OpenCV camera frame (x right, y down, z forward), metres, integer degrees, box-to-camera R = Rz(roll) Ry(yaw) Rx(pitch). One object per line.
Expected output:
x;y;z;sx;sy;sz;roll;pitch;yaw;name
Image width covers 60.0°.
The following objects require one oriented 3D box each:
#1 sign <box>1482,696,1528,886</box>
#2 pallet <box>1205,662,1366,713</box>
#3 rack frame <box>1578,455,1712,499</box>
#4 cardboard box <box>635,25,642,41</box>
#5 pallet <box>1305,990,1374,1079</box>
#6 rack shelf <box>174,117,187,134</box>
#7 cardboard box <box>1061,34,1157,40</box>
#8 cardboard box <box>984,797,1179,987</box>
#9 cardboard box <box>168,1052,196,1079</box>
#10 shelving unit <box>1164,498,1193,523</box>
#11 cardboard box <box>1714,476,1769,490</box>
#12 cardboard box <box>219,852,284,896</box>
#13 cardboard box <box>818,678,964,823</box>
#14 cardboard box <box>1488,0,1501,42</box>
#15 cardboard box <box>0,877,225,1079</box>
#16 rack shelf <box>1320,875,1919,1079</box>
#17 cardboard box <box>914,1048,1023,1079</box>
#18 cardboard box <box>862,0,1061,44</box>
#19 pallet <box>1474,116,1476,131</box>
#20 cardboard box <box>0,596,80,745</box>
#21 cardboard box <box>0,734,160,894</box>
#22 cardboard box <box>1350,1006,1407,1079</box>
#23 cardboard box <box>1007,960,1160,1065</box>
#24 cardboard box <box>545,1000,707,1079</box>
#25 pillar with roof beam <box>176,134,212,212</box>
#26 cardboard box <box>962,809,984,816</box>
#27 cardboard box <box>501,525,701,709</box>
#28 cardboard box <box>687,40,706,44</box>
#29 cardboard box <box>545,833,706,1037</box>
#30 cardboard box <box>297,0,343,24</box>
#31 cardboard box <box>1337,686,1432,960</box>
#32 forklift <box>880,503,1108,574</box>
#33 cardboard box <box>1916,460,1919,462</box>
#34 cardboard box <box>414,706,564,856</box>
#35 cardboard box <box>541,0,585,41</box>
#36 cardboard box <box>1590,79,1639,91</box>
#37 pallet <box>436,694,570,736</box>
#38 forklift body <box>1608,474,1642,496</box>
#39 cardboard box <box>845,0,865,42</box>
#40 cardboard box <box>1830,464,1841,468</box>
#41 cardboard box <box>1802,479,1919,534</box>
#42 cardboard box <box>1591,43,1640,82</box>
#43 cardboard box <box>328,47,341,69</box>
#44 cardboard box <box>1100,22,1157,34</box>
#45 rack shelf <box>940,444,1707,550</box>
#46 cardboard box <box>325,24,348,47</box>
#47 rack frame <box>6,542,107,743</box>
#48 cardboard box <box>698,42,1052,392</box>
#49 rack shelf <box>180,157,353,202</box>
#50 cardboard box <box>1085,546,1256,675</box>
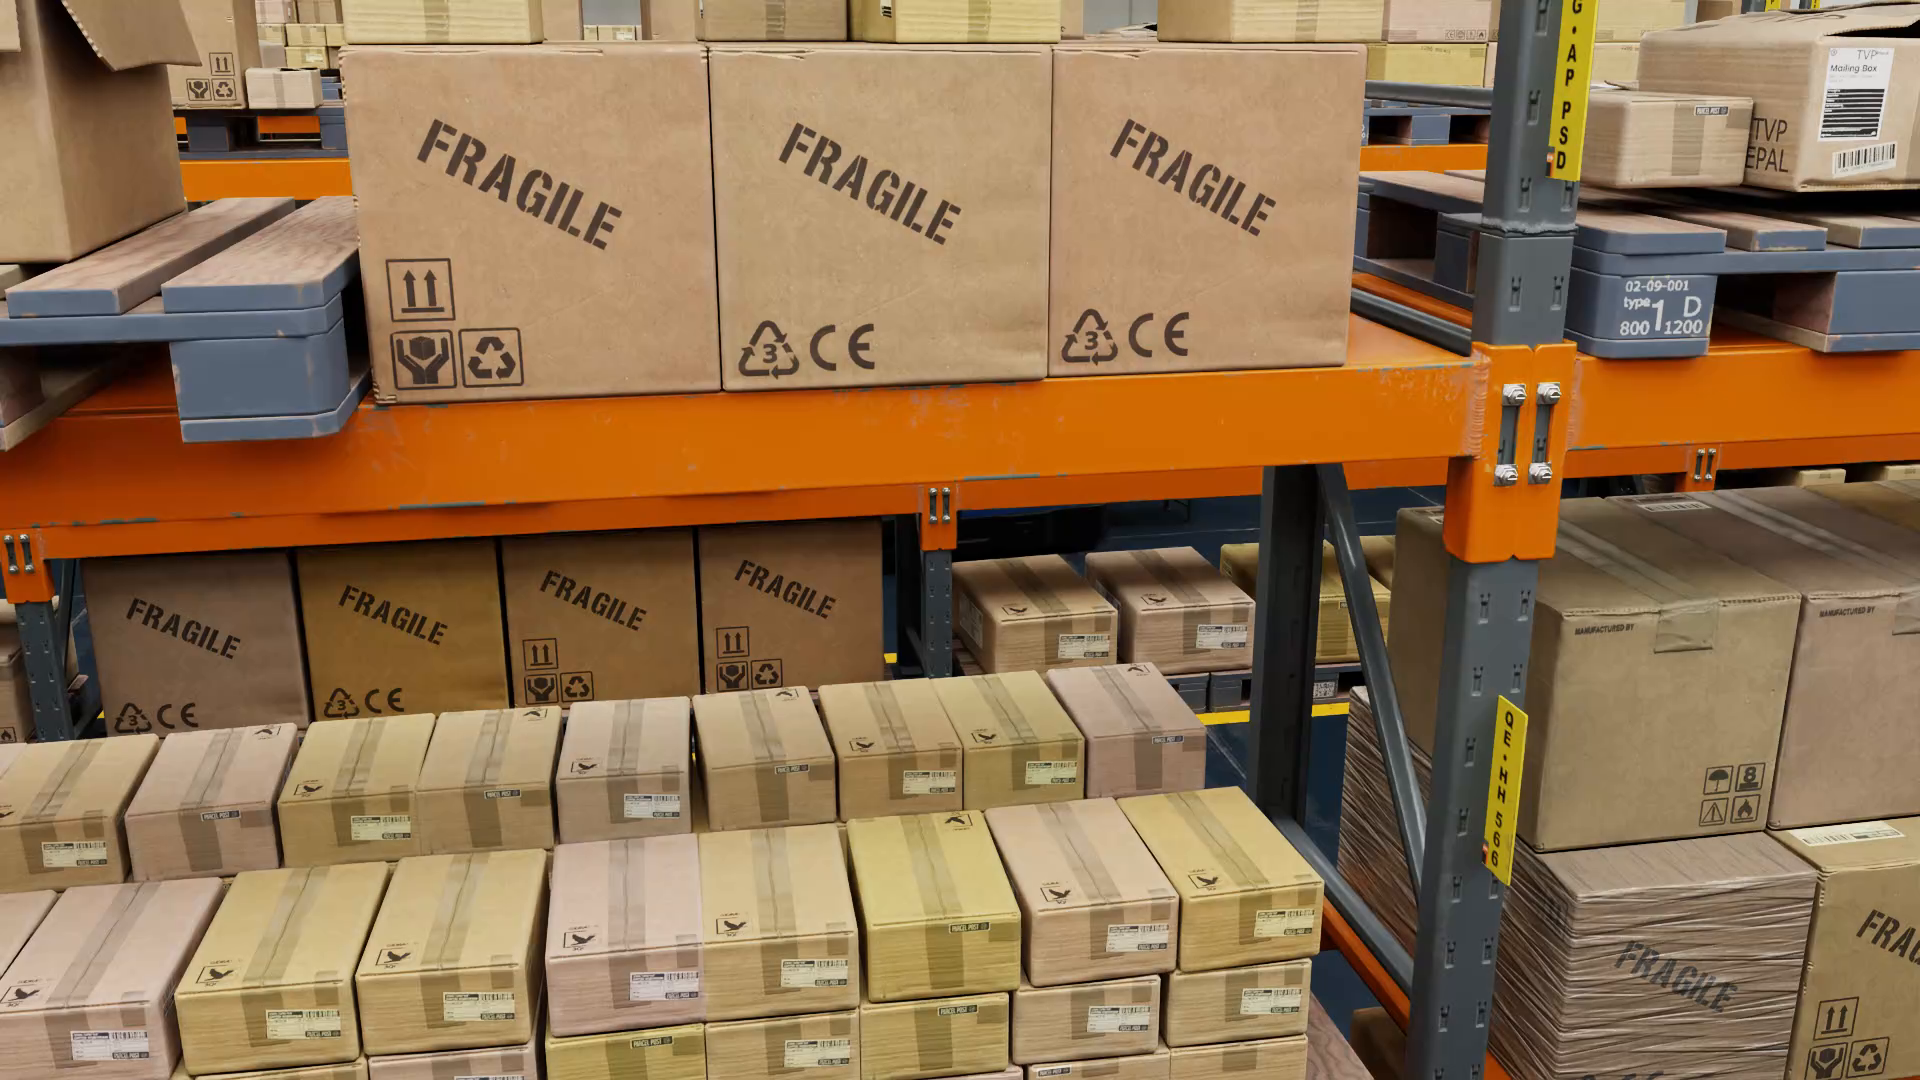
0.957;0.441;2.929;0.005;0.325;0.100;-3;17;-10;sign
1.769;0.603;8.991;1.213;0.211;1.003;-3;17;-10;pallet
3.734;-0.843;8.948;0.127;3.000;1.000;-3;17;-10;rack frame
-2.208;-3.626;11.969;0.250;0.149;0.380;-4;17;-11;cardboard box
0.165;0.963;3.394;1.003;0.211;1.213;-3;17;-10;pallet
-7.030;-2.807;11.458;4.000;0.370;1.077;-3;17;-10;rack shelf
0.739;-2.152;7.930;0.500;0.500;0.700;-3;17;-10;cardboard box
0.204;0.609;2.921;0.250;0.149;0.380;-3;17;-11;cardboard box
-1.321;0.837;2.684;0.250;0.149;0.380;-4;17;-11;cardboard box
1.215;-0.860;11.553;0.755;1.500;0.431;-6;18;-19;shelving unit
4.364;-0.043;9.034;0.500;0.500;0.500;-2;17;-8;cardboard box
-1.436;0.647;3.301;0.250;0.149;0.380;-3;17;-10;cardboard box
-0.151;0.434;3.490;0.250;0.149;0.380;-3;17;-11;cardboard box
2.597;-2.697;8.565;0.500;0.250;0.500;-4;17;-12;cardboard box
-1.339;0.697;2.633;0.250;0.149;0.380;-3;17;-8;cardboard box
2.809;1.033;4.064;4.000;0.370;1.077;-3;17;-10;rack shelf
-0.049;0.908;2.959;0.250;0.149;0.380;-3;17;-10;cardboard box
-0.004;-0.916;2.603;0.258;0.266;0.396;-3;17;-10;cardboard box
3.108;-2.184;8.523;1.003;0.211;1.213;-3;17;-10;pallet
-4.758;0.630;7.799;0.875;0.438;0.875;-3;17;-11;cardboard box
-1.708;0.524;3.197;0.250;0.149;0.380;-4;17;-12;cardboard box
1.460;1.668;3.890;0.750;0.750;1.050;-3;17;-11;cardboard box
0.184;0.752;2.960;0.250;0.149;0.380;-3;17;-8;cardboard box
-0.564;0.795;2.822;0.250;0.149;0.380;-3;17;-11;cardboard box
-5.104;-3.676;7.954;0.400;9.000;9.100;-3;17;-10;pillar with roof beam
0.066;0.563;3.576;0.250;0.149;0.380;-2;17;-8;cardboard box
-1.764;0.258;8.268;0.875;0.875;0.875;-3;17;-10;cardboard box
-0.256;-0.696;3.189;0.500;0.500;0.500;-3;17;-10;cardboard box
-0.553;0.651;2.783;0.250;0.149;0.380;-3;17;-10;cardboard box
-4.525;-3.792;11.770;0.258;0.266;0.396;-3;17;-10;cardboard box
1.236;0.651;3.914;0.500;0.500;0.500;-3;17;-10;cardboard box
-0.588;-1.341;10.684;3.031;2.935;1.130;-6;18;-18;forklift
5.267;-0.388;9.051;0.250;0.149;0.380;-2;17;-7;cardboard box
-0.936;0.479;3.341;0.250;0.149;0.380;-3;17;-9;cardboard box
-1.869;-2.121;7.114;0.500;0.500;0.500;-3;17;-10;cardboard box
1.391;-0.867;3.428;0.250;0.166;0.380;-3;17;-10;cardboard box
-2.177;0.802;8.342;1.213;0.211;1.003;-3;17;-10;pallet
5.200;-1.459;12.400;1.214;2.155;2.313;-3;17;-10;forklift body
-0.111;-1.075;3.120;0.258;0.266;0.396;-3;17;-10;cardboard box
4.763;-0.227;9.633;0.500;0.500;0.500;-3;17;-9;cardboard box
2.287;0.195;3.694;0.500;0.500;0.700;-4;17;-11;cardboard box
3.188;-2.332;8.226;0.500;0.250;0.500;-4;17;-12;cardboard box
-4.206;-3.339;11.509;0.250;0.149;0.380;-3;17;-10;cardboard box
1.371;-3.760;12.603;0.500;0.311;0.500;-4;17;-12;cardboard box
1.770;-0.388;8.691;4.000;0.370;1.077;-3;17;-10;rack shelf
-4.184;-3.460;11.396;0.250;0.149;0.380;-4;17;-11;cardboard box
-4.121;-0.398;7.497;0.127;3.000;1.000;-3;17;-10;rack frame
-0.156;-0.544;2.695;0.500;0.500;0.500;-3;17;-10;cardboard box
-2.157;-1.599;7.525;4.000;0.370;1.077;-3;17;-10;rack shelf
1.086;0.363;8.781;0.625;0.372;0.950;-4;17;-12;cardboard box
